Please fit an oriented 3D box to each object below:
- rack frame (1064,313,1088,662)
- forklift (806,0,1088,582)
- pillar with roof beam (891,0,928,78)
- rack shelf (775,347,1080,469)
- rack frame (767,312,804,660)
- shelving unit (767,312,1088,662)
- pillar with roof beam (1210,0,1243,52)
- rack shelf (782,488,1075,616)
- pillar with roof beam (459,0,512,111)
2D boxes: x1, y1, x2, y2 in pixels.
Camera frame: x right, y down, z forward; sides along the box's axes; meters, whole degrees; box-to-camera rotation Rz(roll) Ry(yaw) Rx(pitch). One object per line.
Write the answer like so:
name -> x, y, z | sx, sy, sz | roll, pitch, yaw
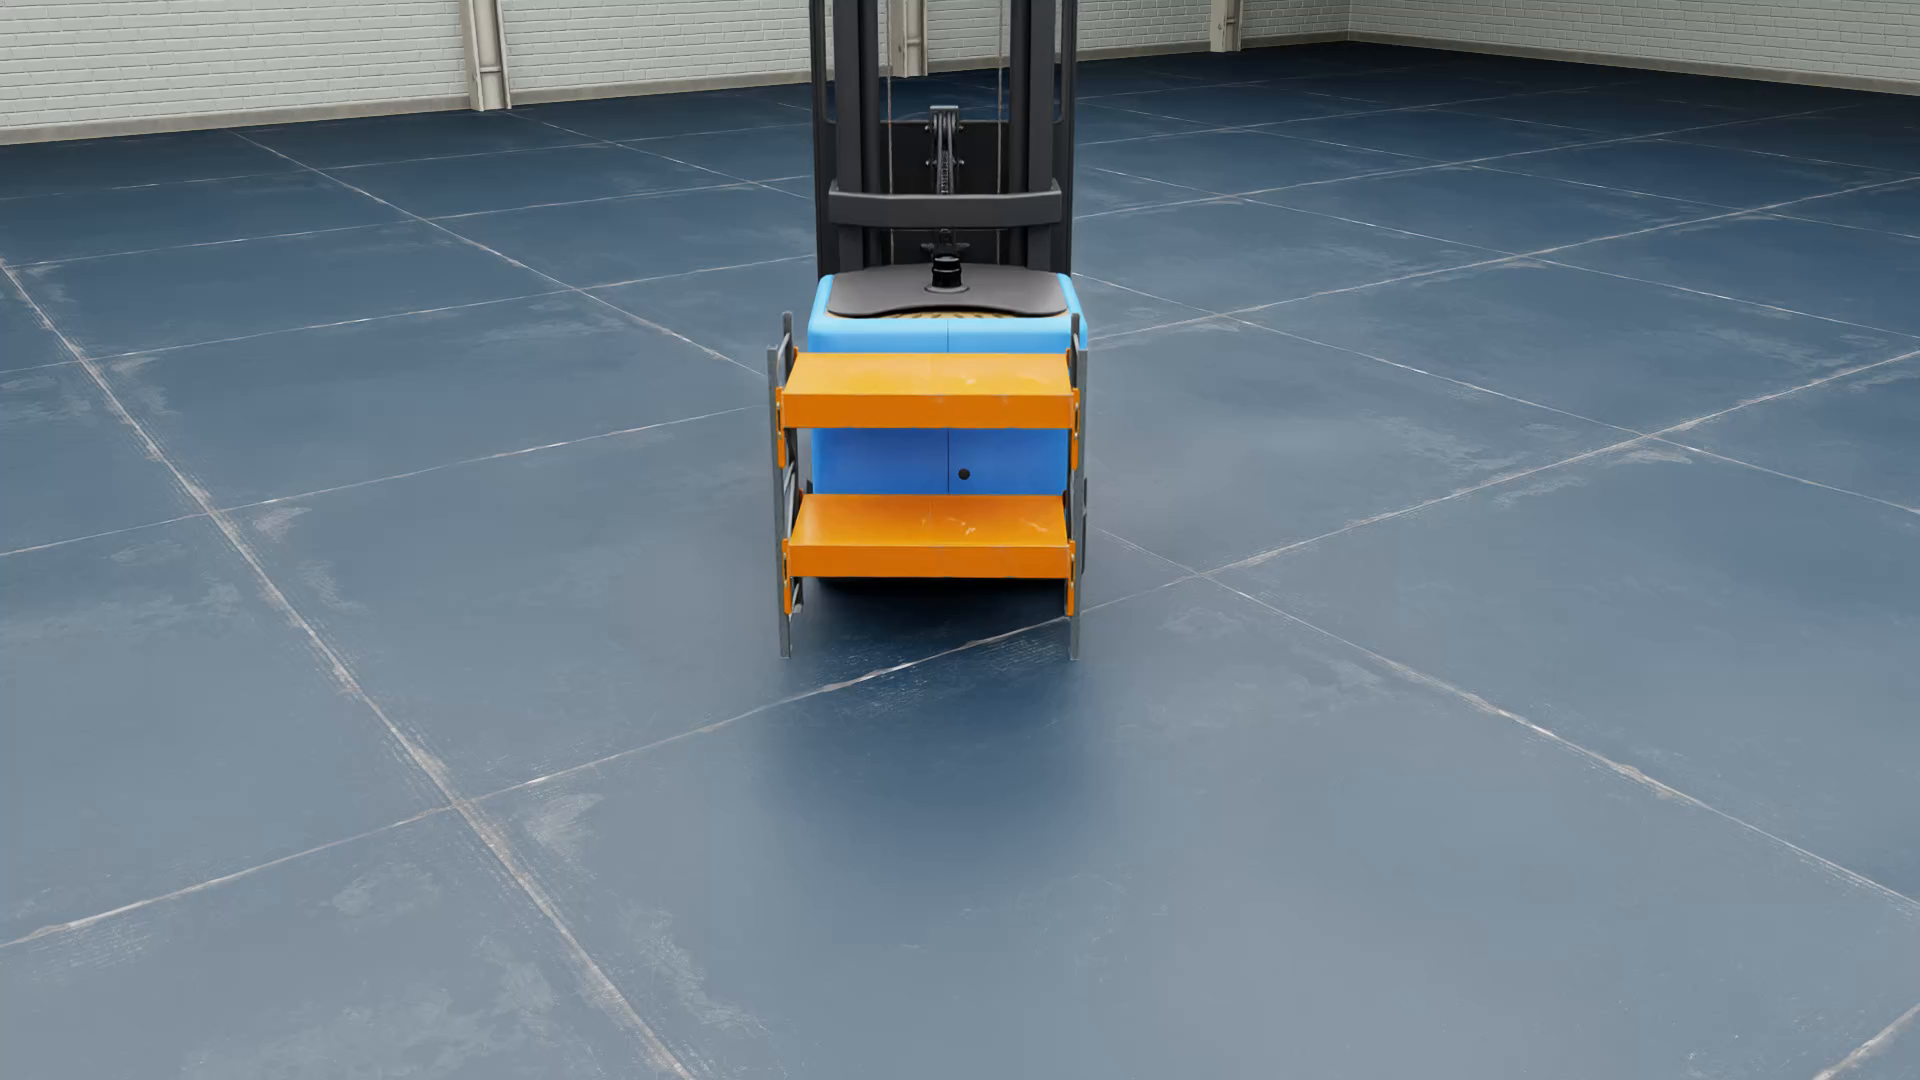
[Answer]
rack frame -> 0.404, -0.188, 5.851 | 0.032, 1.125, 0.500 | 0, 22, 1
forklift -> -0.073, -1.699, 7.200 | 1.130, 2.935, 3.031 | 0, 22, -1
pillar with roof beam -> 1.820, -9.304, 18.070 | 0.400, 9.000, 9.100 | -15, 26, -33
rack shelf -> -0.104, -0.463, 5.749 | 1.000, 0.278, 0.538 | 0, 22, 1
rack frame -> -0.612, -0.193, 5.863 | 0.032, 1.125, 0.500 | 0, 22, 1
shelving unit -> -0.104, -0.191, 5.857 | 1.048, 1.125, 0.538 | 0, 22, 1
pillar with roof beam -> 6.691, -10.602, 21.324 | 0.400, 9.000, 9.100 | -15, 26, -33
rack shelf -> -0.104, 0.036, 5.948 | 1.000, 0.278, 0.538 | 0, 22, 1
pillar with roof beam -> -3.050, -8.005, 14.815 | 0.400, 9.000, 9.100 | -15, 26, -33
